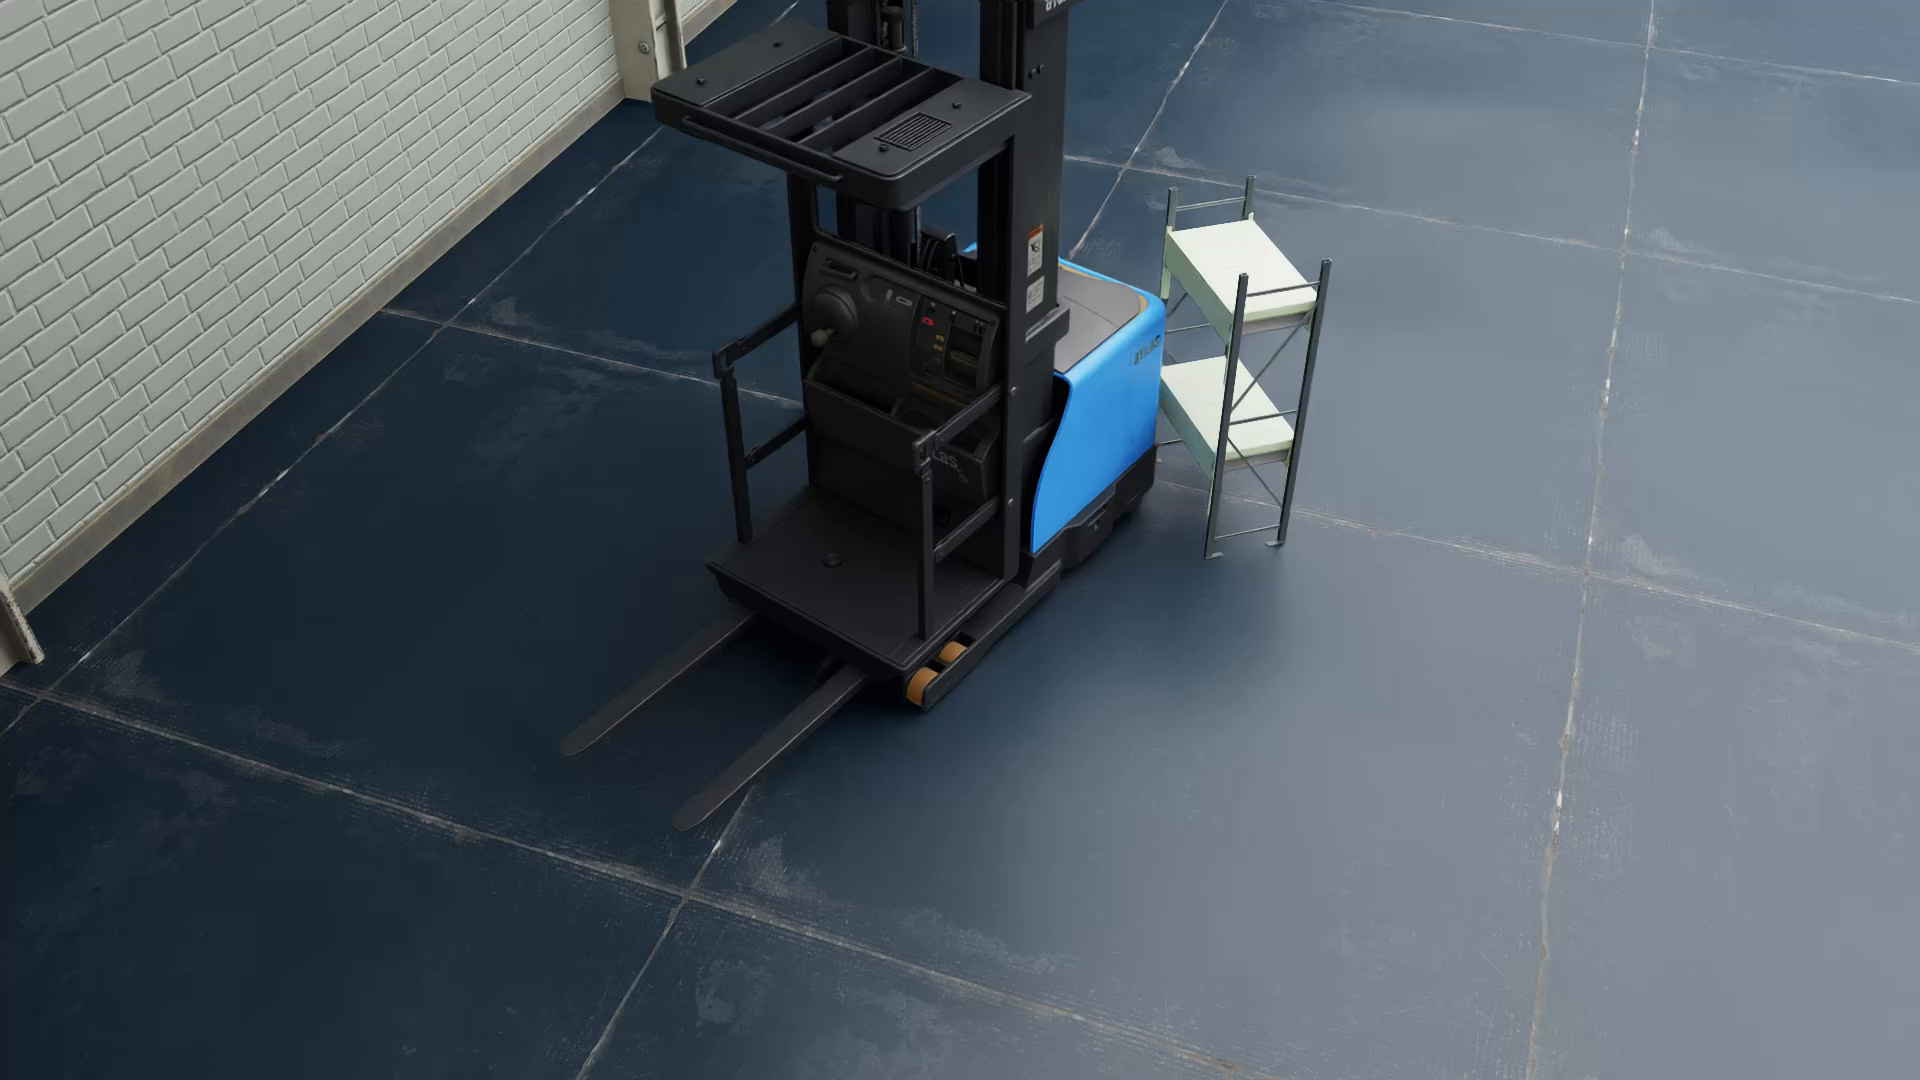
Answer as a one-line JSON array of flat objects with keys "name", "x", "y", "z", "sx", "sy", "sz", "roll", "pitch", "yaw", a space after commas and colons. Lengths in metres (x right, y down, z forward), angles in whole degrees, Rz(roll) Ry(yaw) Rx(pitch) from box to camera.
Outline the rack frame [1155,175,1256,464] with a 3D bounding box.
[{"name": "rack frame", "x": 1.096, "y": -0.979, "z": 7.696, "sx": 0.400, "sy": 1.500, "sz": 0.023, "roll": -11, "pitch": 42, "yaw": -13}]

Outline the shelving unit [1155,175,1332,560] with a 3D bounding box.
[{"name": "shelving unit", "x": 1.202, "y": -0.752, "z": 7.430, "sx": 0.431, "sy": 1.500, "sz": 0.755, "roll": -11, "pitch": 42, "yaw": -13}]

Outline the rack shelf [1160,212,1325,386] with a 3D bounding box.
[{"name": "rack shelf", "x": 1.202, "y": -1.049, "z": 7.176, "sx": 0.431, "sy": 0.370, "sz": 0.720, "roll": -11, "pitch": 42, "yaw": -13}]

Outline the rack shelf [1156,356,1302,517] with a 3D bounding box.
[{"name": "rack shelf", "x": 1.202, "y": -0.504, "z": 7.641, "sx": 0.431, "sy": 0.370, "sz": 0.720, "roll": -11, "pitch": 42, "yaw": -13}]

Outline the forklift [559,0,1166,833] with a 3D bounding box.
[{"name": "forklift", "x": -0.369, "y": -0.784, "z": 6.365, "sx": 1.130, "sy": 2.935, "sz": 3.031, "roll": 26, "pitch": 47, "yaw": 27}]

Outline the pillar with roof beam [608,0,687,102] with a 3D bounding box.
[{"name": "pillar with roof beam", "x": 1.970, "y": -5.544, "z": 7.268, "sx": 9.100, "sy": 9.000, "sz": 0.400, "roll": 13, "pitch": 42, "yaw": 15}]

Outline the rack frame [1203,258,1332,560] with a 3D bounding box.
[{"name": "rack frame", "x": 1.309, "y": -0.525, "z": 7.163, "sx": 0.400, "sy": 1.500, "sz": 0.023, "roll": -11, "pitch": 42, "yaw": -13}]
